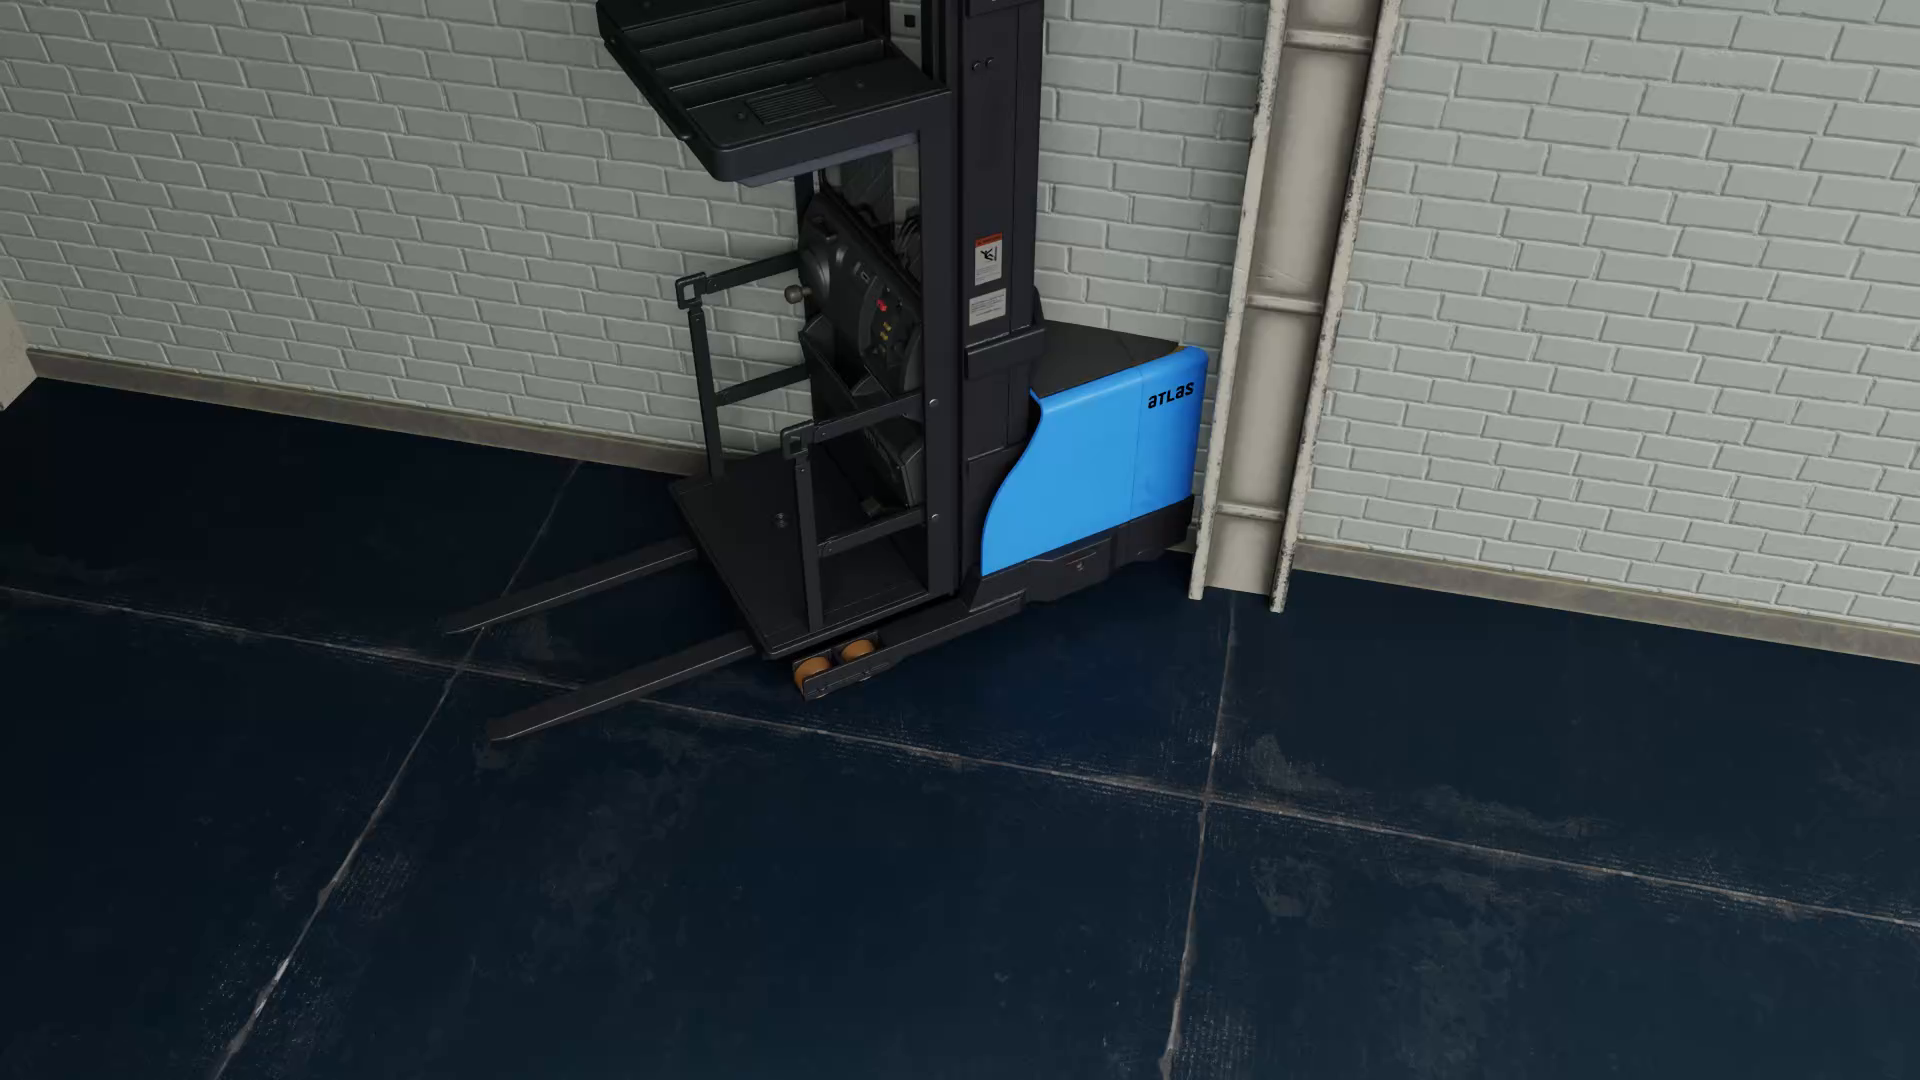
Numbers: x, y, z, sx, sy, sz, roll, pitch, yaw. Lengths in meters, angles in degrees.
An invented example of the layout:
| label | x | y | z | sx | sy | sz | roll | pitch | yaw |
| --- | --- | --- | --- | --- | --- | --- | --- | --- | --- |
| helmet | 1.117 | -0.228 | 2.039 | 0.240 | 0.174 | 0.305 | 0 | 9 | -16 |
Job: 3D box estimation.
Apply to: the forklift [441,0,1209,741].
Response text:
| label | x | y | z | sx | sy | sz | roll | pitch | yaw |
| --- | --- | --- | --- | --- | --- | --- | --- | --- | --- |
| forklift | -0.551 | -0.853 | 5.983 | 3.031 | 2.935 | 1.130 | -20 | 47 | -20 |

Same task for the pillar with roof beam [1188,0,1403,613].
| label | x | y | z | sx | sy | sz | roll | pitch | yaw |
| --- | --- | --- | --- | --- | --- | --- | --- | --- | --- |
| pillar with roof beam | 0.239 | -0.161 | 0.888 | 0.400 | 9.000 | 9.100 | 9 | 45 | 9 |

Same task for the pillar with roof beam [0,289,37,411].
| label | x | y | z | sx | sy | sz | roll | pitch | yaw |
| --- | --- | --- | --- | --- | --- | --- | --- | --- | --- |
| pillar with roof beam | -5.616 | -1.069 | 1.832 | 0.400 | 9.000 | 9.100 | 9 | 45 | 9 |
